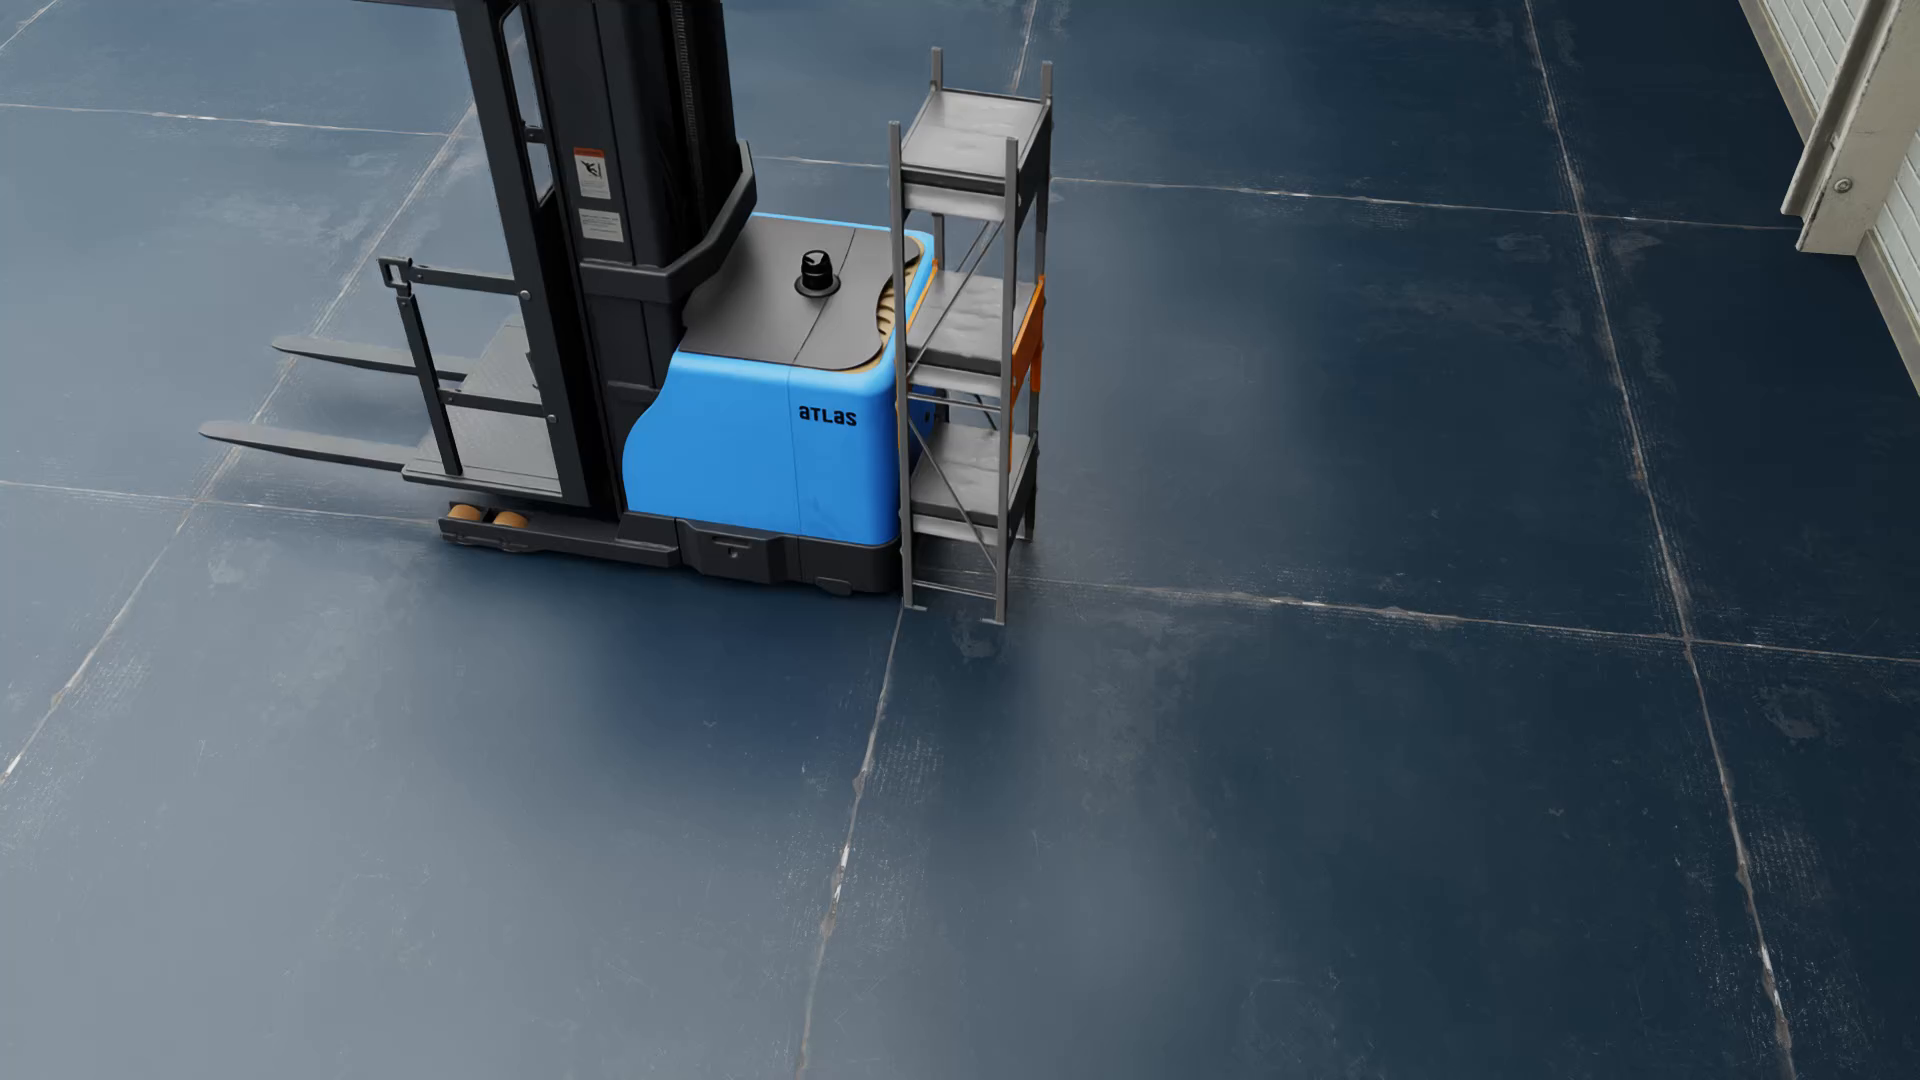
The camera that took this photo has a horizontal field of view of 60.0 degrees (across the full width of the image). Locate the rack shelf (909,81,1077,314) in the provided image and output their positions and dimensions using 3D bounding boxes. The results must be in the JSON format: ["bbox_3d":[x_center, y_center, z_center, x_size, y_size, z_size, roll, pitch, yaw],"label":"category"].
[{"bbox_3d":[0.110,-1.114,5.402,0.431,0.518,0.480,11,44,11],"label":"rack shelf"}]

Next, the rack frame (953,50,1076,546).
[{"bbox_3d":[0.174,-0.778,6.045,0.400,2.100,0.015,11,44,11],"label":"rack frame"}]

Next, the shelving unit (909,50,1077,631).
[{"bbox_3d":[0.110,-0.616,5.873,0.431,2.100,0.503,11,44,11],"label":"shelving unit"}]

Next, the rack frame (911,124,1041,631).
[{"bbox_3d":[0.047,-0.454,5.702,0.400,2.100,0.015,11,44,11],"label":"rack frame"}]

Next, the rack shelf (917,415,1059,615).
[{"bbox_3d":[0.110,-0.098,6.364,0.431,0.518,0.480,11,44,11],"label":"rack shelf"}]

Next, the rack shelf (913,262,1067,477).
[{"bbox_3d":[0.110,-0.606,5.883,0.431,0.518,0.480,11,44,11],"label":"rack shelf"}]

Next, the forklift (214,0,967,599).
[{"bbox_3d":[-1.543,-1.351,6.045,3.031,2.935,1.130,8,44,9],"label":"forklift"}]

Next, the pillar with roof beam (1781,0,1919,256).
[{"bbox_3d":[0.078,-5.215,5.713,9.100,9.000,0.400,5,44,6],"label":"pillar with roof beam"}]
